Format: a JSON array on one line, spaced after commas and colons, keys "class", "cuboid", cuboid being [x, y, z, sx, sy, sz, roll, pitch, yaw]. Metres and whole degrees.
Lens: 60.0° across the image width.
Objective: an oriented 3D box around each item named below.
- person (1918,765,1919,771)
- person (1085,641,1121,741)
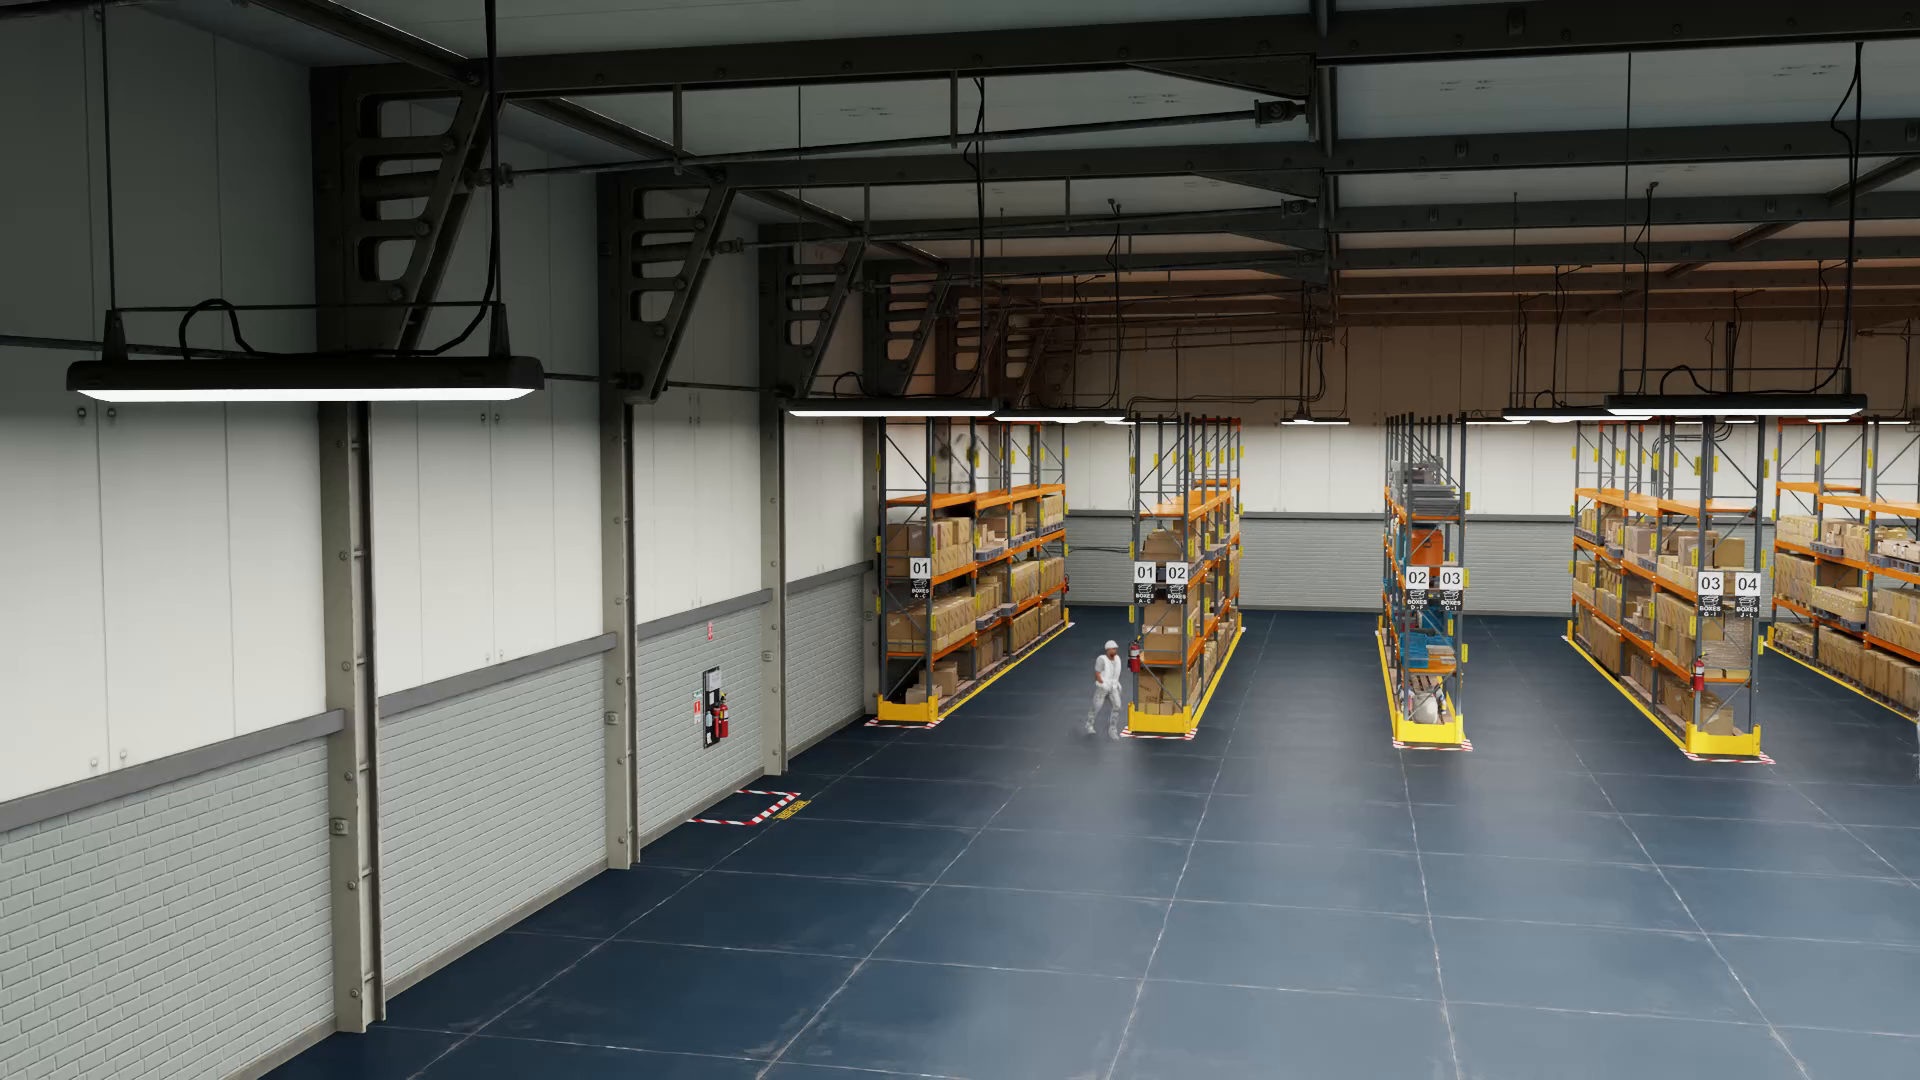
[{"class": "person", "cuboid": [15.834, 3.131, 26.532, 0.707, 1.721, 1.021, -2, 4, -27]}, {"class": "person", "cuboid": [2.723, 2.748, 30.611, 0.658, 1.816, 0.717, -2, 5, -31]}]
